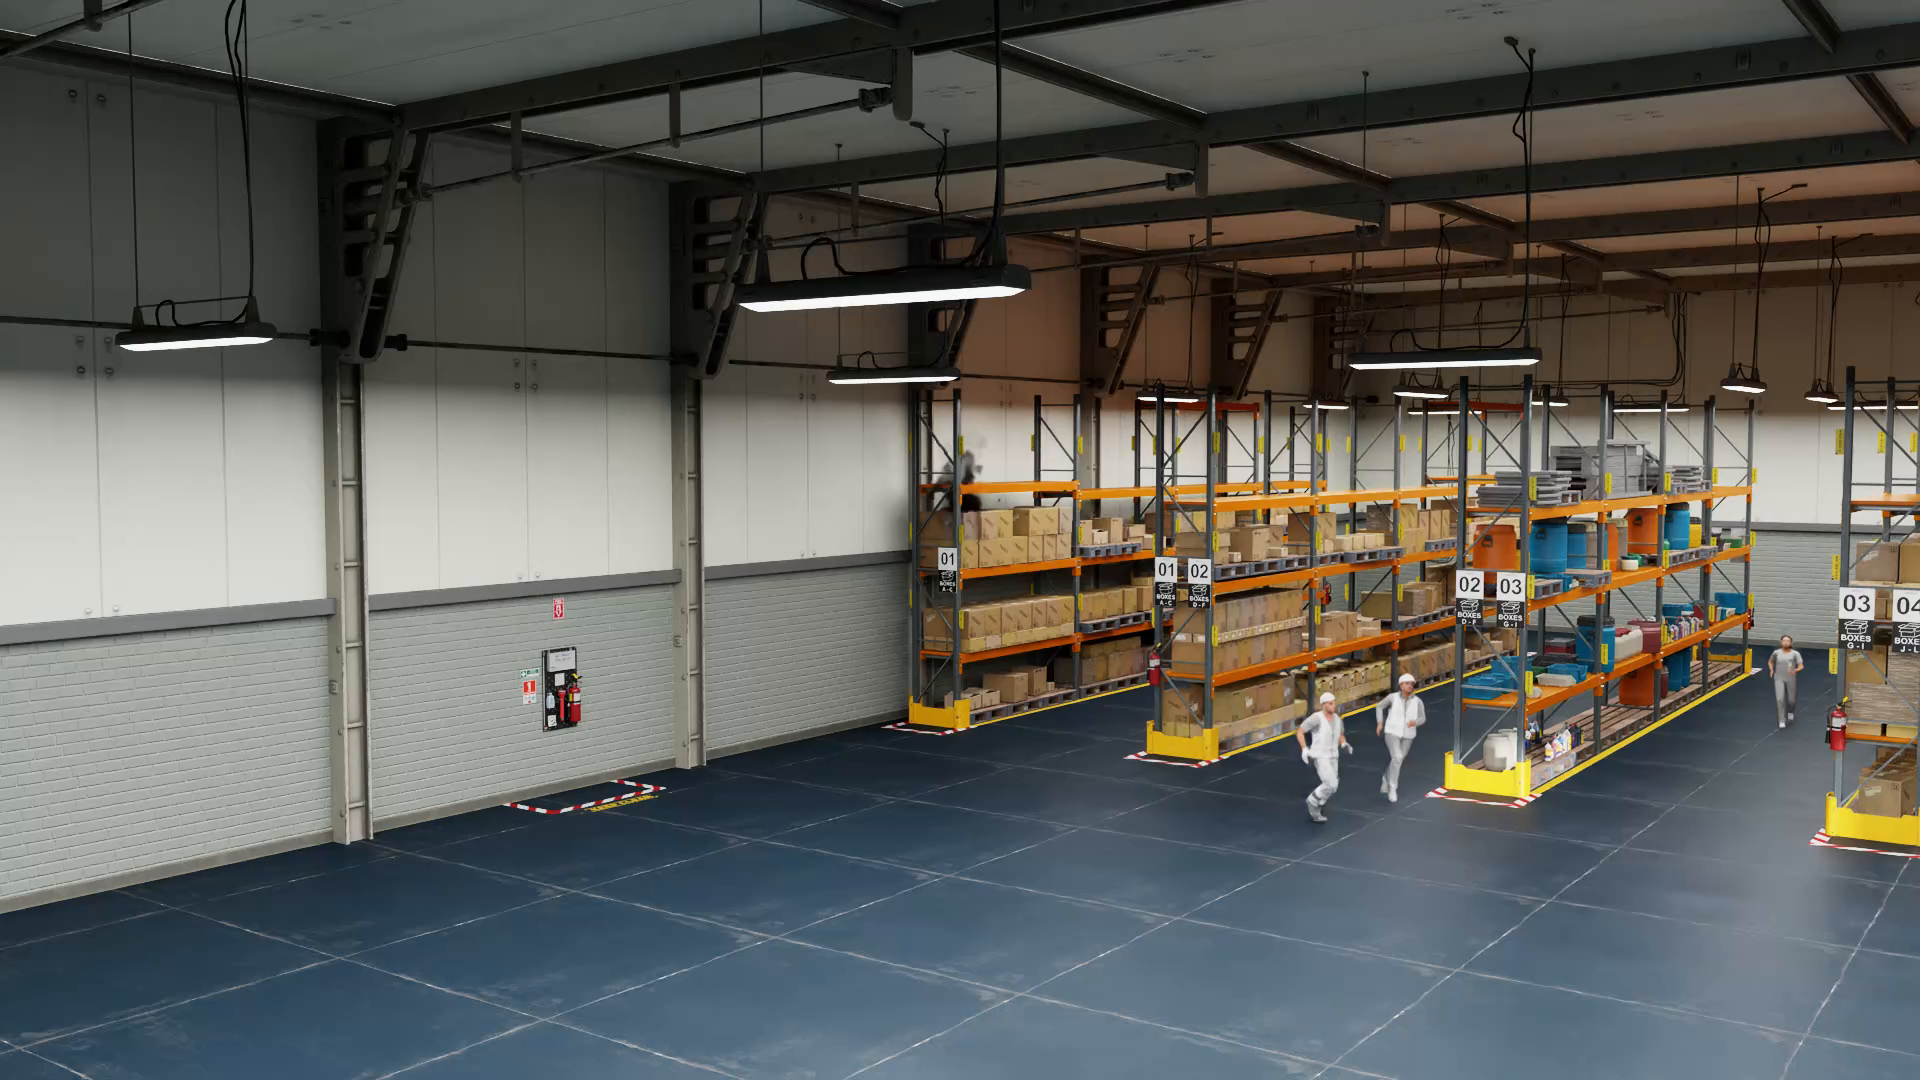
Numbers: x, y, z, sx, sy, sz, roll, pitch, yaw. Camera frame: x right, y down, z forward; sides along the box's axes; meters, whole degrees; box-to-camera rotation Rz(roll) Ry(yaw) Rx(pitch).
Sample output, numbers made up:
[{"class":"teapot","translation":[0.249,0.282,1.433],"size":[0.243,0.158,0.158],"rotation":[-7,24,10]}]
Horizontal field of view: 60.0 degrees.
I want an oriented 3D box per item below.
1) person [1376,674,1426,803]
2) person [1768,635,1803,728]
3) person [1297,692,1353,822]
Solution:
[{"class":"person","translation":[6.264,2.779,23.554],"size":[0.643,1.750,0.748],"rotation":[0,3,-3]},{"class":"person","translation":[14.672,2.503,29.580],"size":[0.573,1.621,0.779],"rotation":[2,4,30]},{"class":"person","translation":[4.836,2.872,21.892],"size":[0.658,1.735,0.674],"rotation":[-2,4,-33]}]
